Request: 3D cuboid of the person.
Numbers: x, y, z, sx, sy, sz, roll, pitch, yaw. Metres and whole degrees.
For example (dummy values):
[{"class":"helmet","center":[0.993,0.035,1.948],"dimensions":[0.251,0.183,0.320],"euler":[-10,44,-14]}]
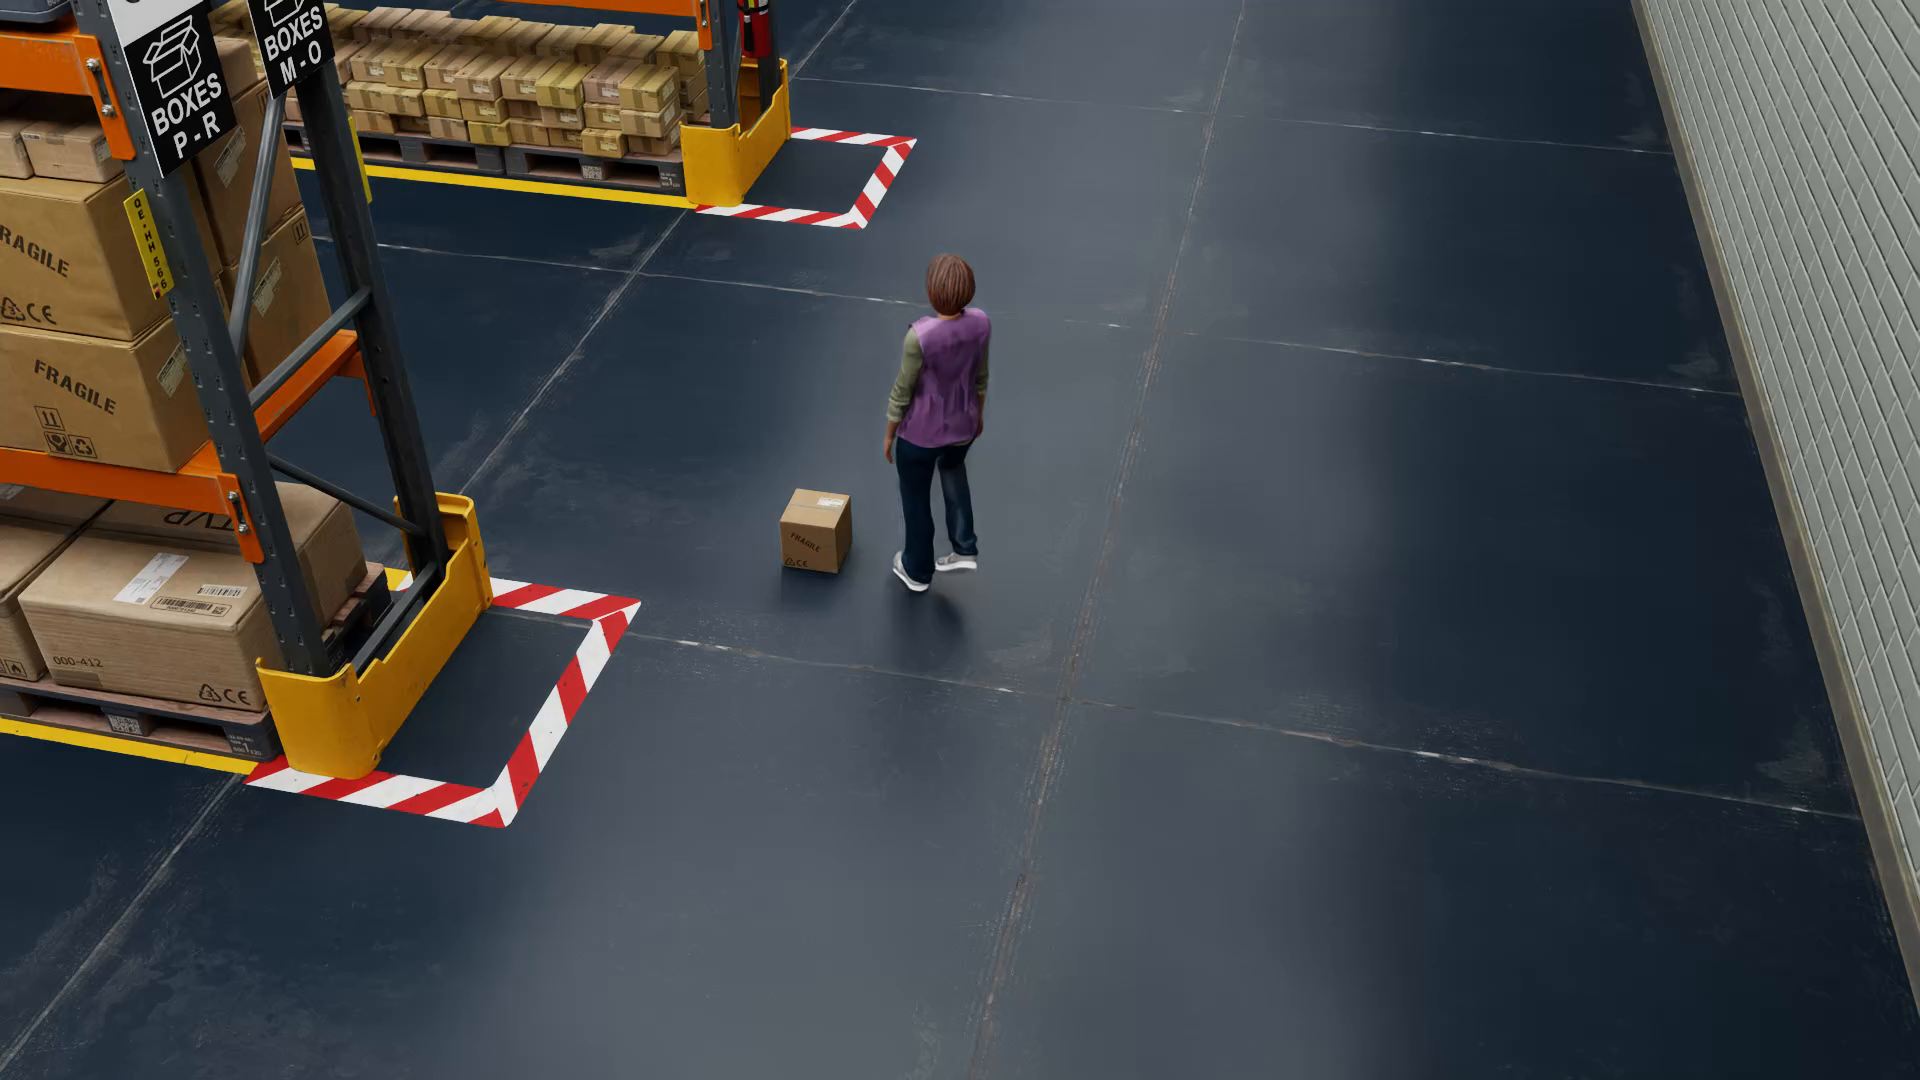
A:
[{"class":"person","center":[-0.102,-0.455,6.753],"dimensions":[0.453,1.596,0.445],"euler":[-20,41,-24]}]
